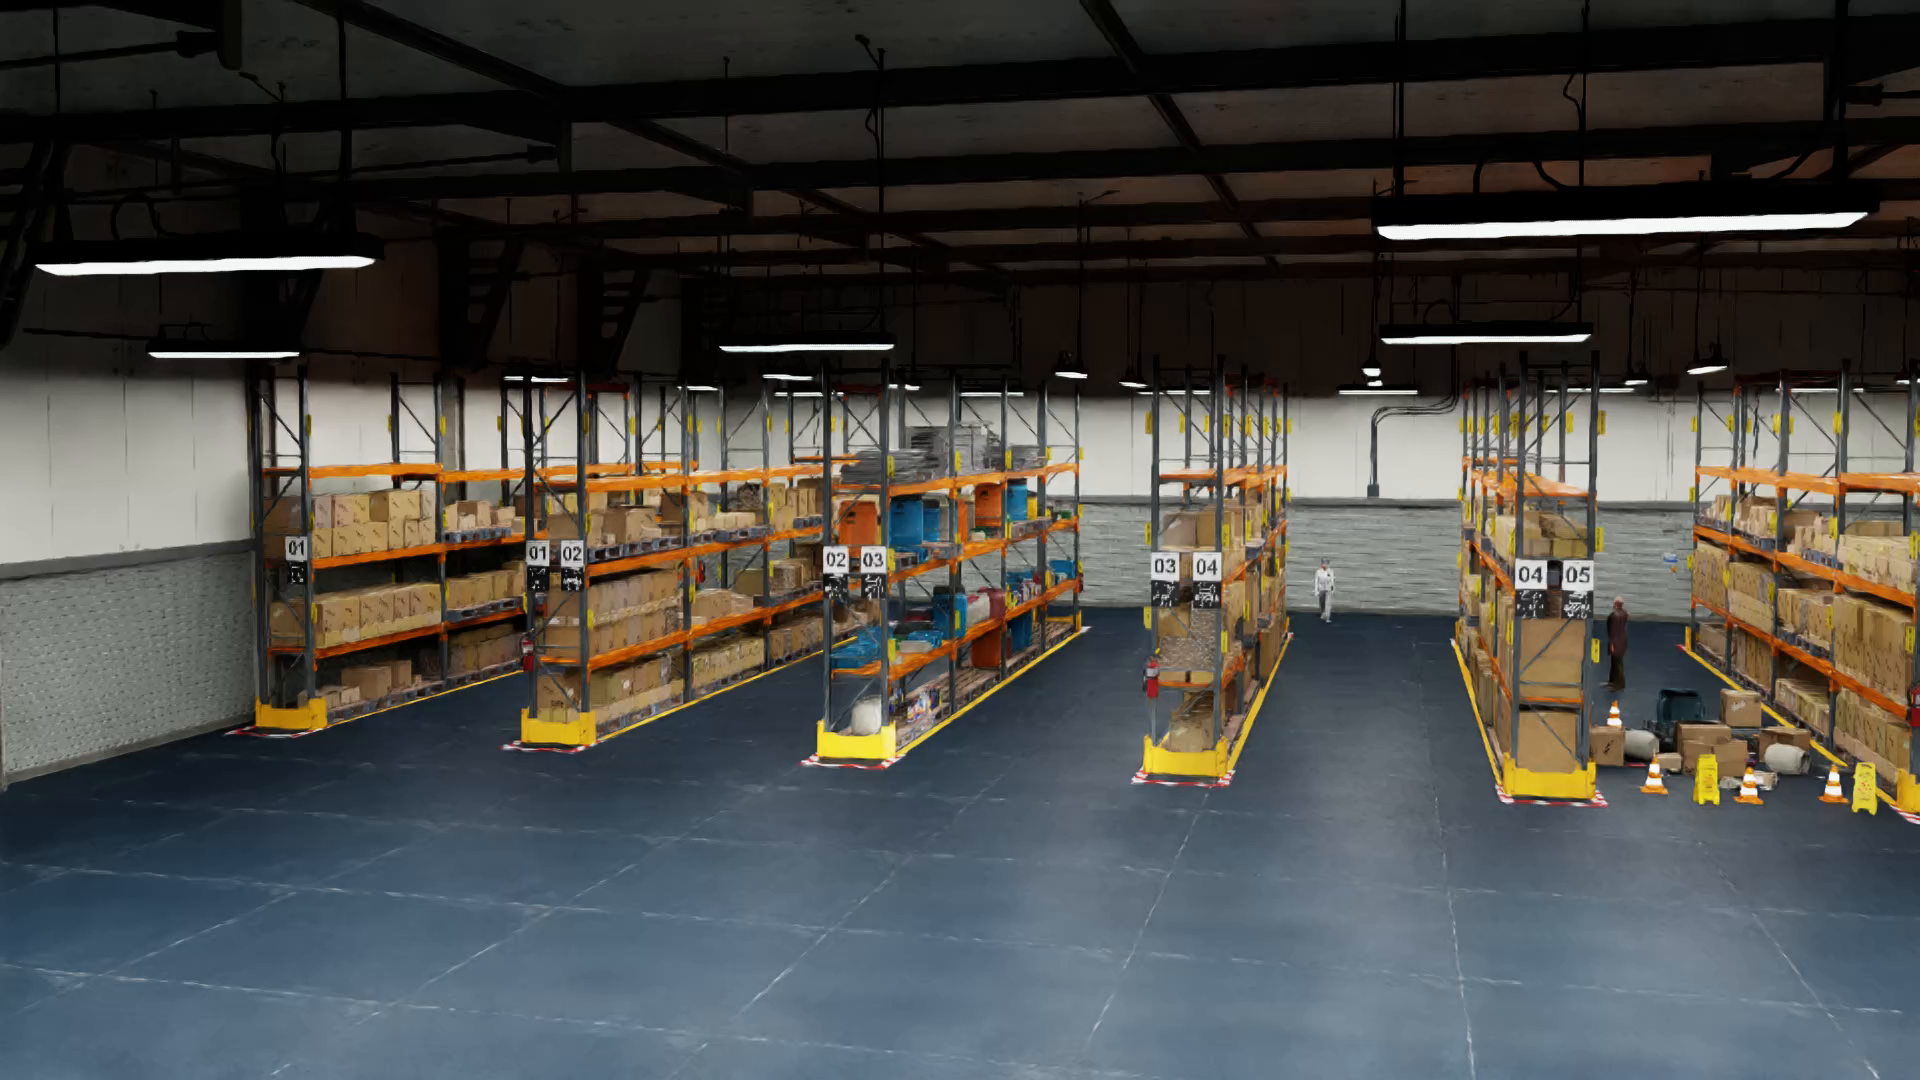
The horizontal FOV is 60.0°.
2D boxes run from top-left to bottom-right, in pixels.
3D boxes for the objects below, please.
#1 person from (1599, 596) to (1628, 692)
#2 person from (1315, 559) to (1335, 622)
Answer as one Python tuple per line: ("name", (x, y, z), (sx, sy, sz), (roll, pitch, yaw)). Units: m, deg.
("person", (12.308, 1.940, 31.294), (0.557, 1.781, 0.631), (4, 5, 43))
("person", (9.300, 1.263, 42.451), (0.495, 1.587, 1.086), (1, 4, 16))
